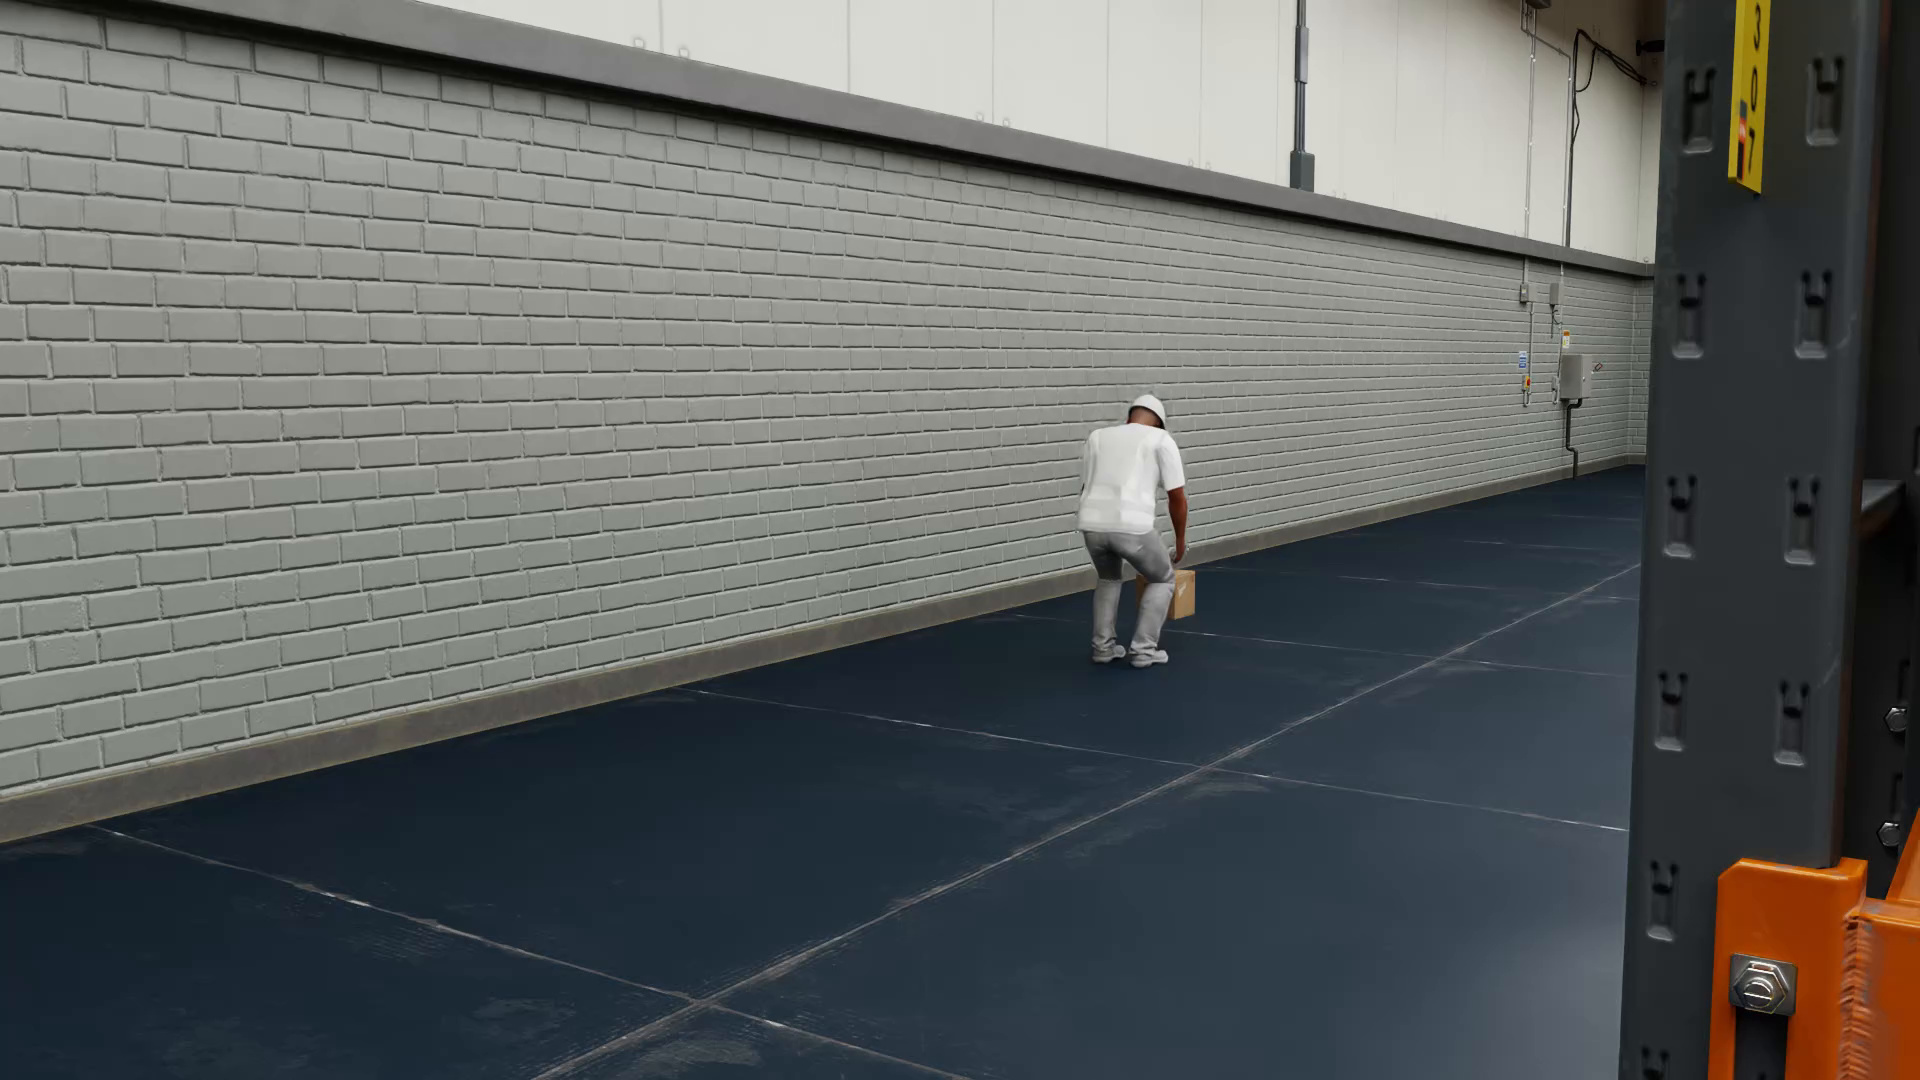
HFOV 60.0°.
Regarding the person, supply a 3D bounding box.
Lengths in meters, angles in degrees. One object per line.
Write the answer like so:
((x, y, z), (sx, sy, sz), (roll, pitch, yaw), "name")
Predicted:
((0.913, -0.061, 9.133), (0.630, 1.462, 0.727), (4, 8, 34), "person")
